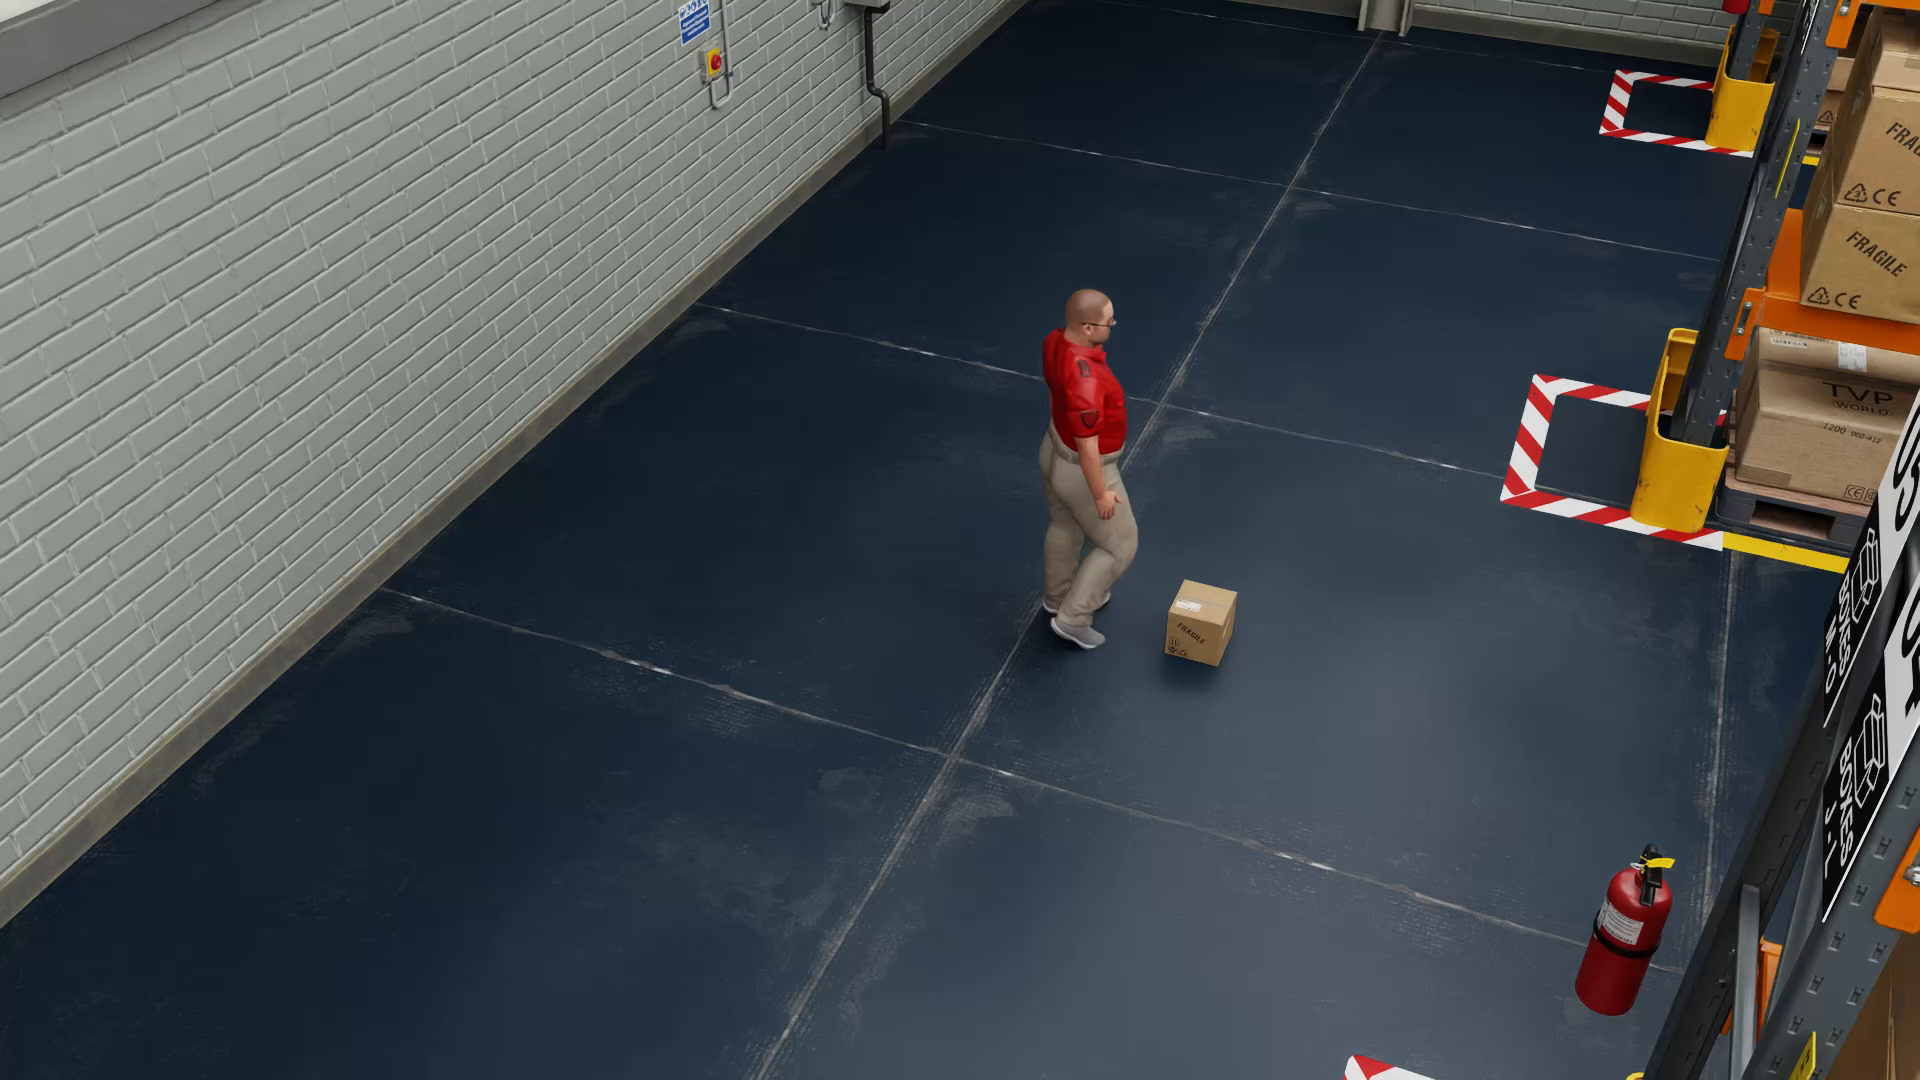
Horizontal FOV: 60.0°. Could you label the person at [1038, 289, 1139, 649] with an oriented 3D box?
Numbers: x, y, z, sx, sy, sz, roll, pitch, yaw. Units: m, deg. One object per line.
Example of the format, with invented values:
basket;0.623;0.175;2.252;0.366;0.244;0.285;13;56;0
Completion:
person;0.552;-0.304;7.269;0.387;1.790;0.561;-9;38;-12
